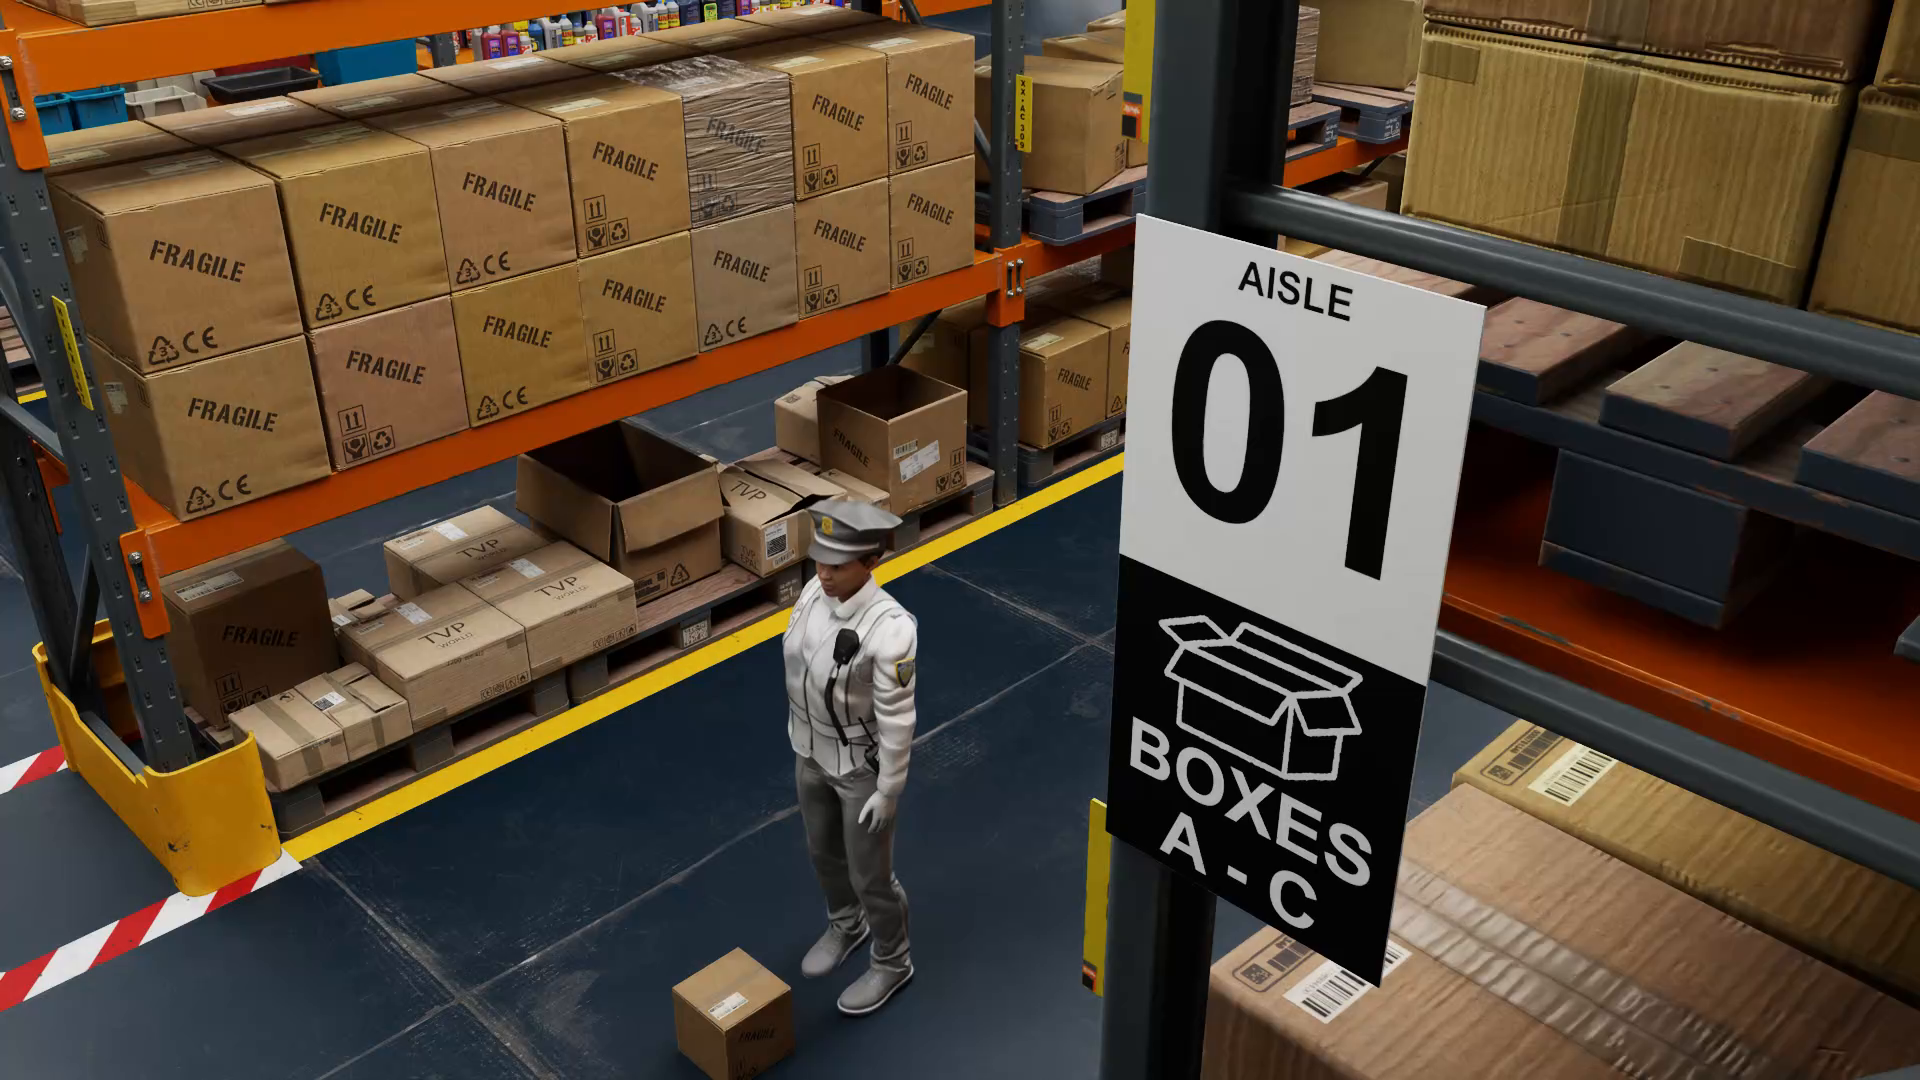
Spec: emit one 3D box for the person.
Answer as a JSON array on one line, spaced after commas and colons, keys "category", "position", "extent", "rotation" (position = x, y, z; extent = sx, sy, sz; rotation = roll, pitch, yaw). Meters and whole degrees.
[{"category": "person", "position": [-0.323, 0.654, 4.890], "extent": [0.342, 1.696, 0.466], "rotation": [-24, 36, -38]}]
